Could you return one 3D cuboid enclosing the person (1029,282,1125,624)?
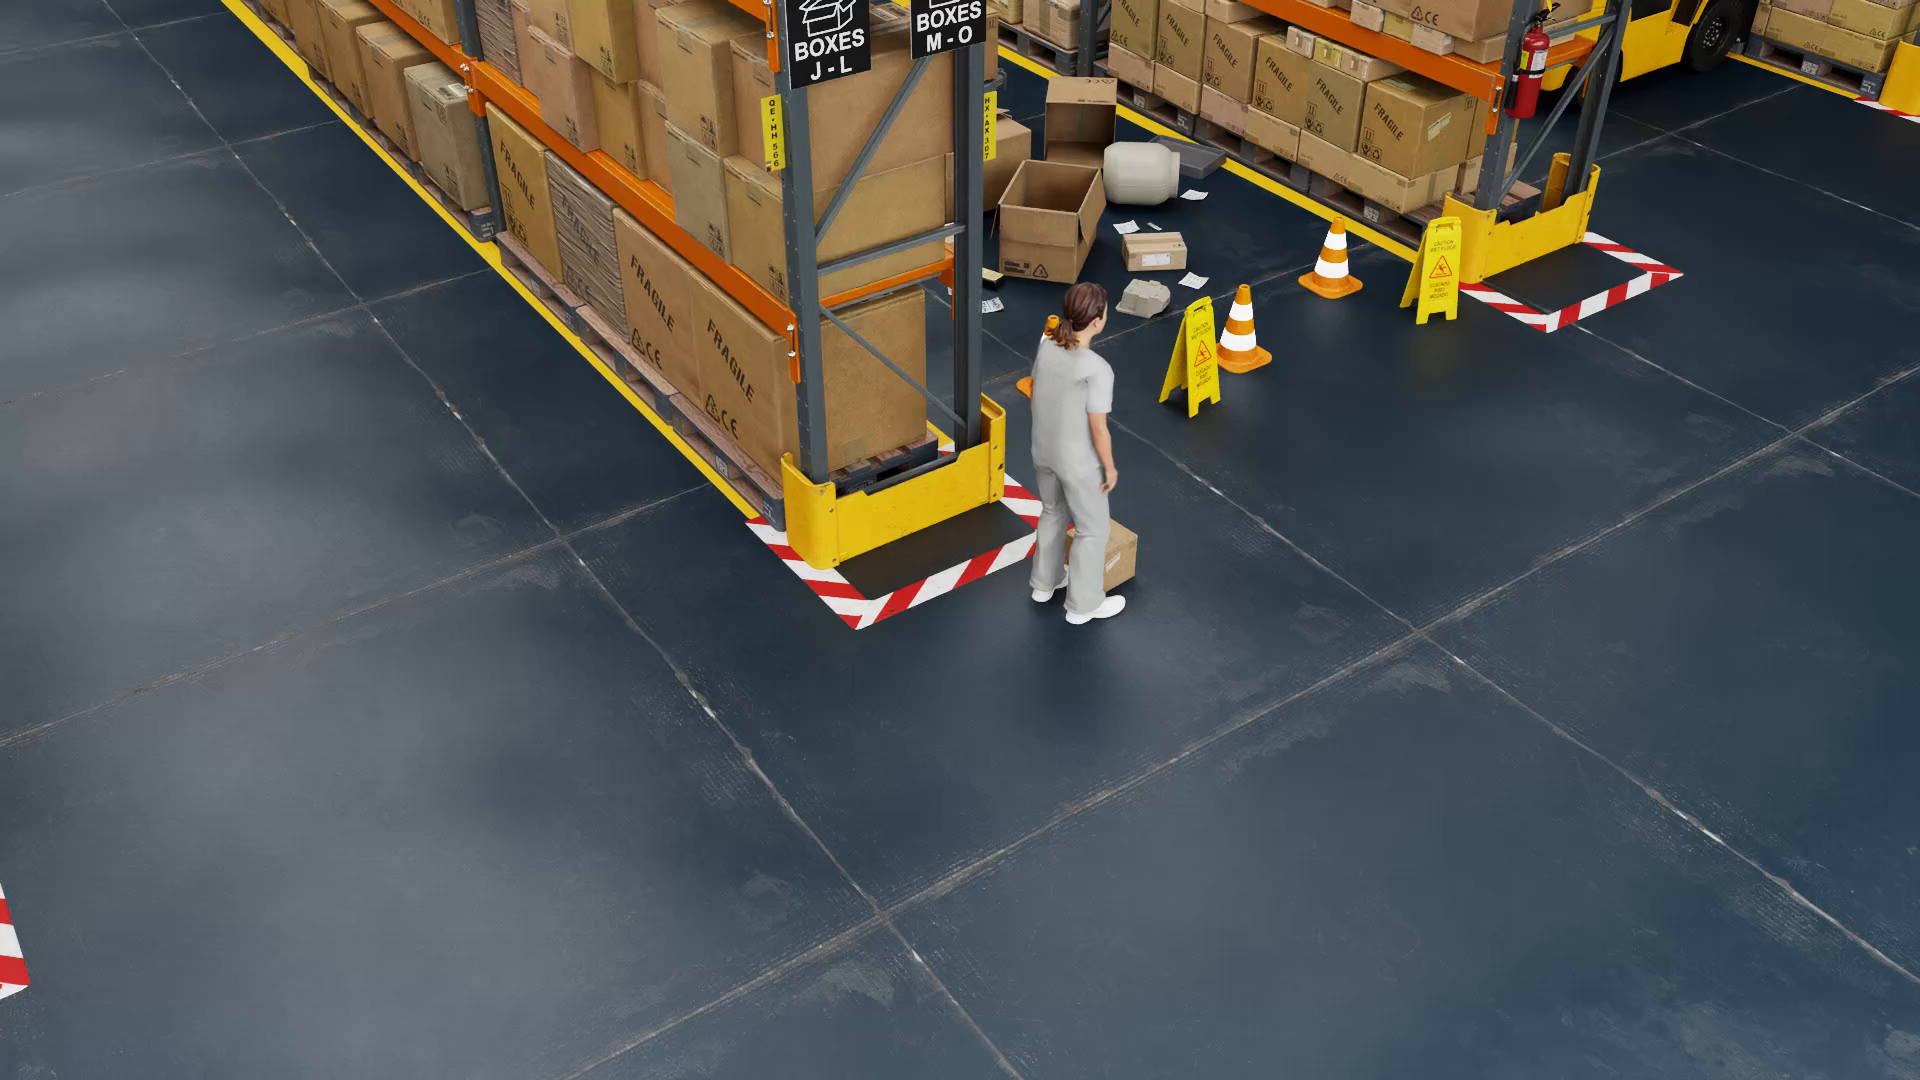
[{"bbox_3d":[0.513,-0.385,7.523,0.359,1.672,0.489,-27,44,-32],"label":"person"}]
